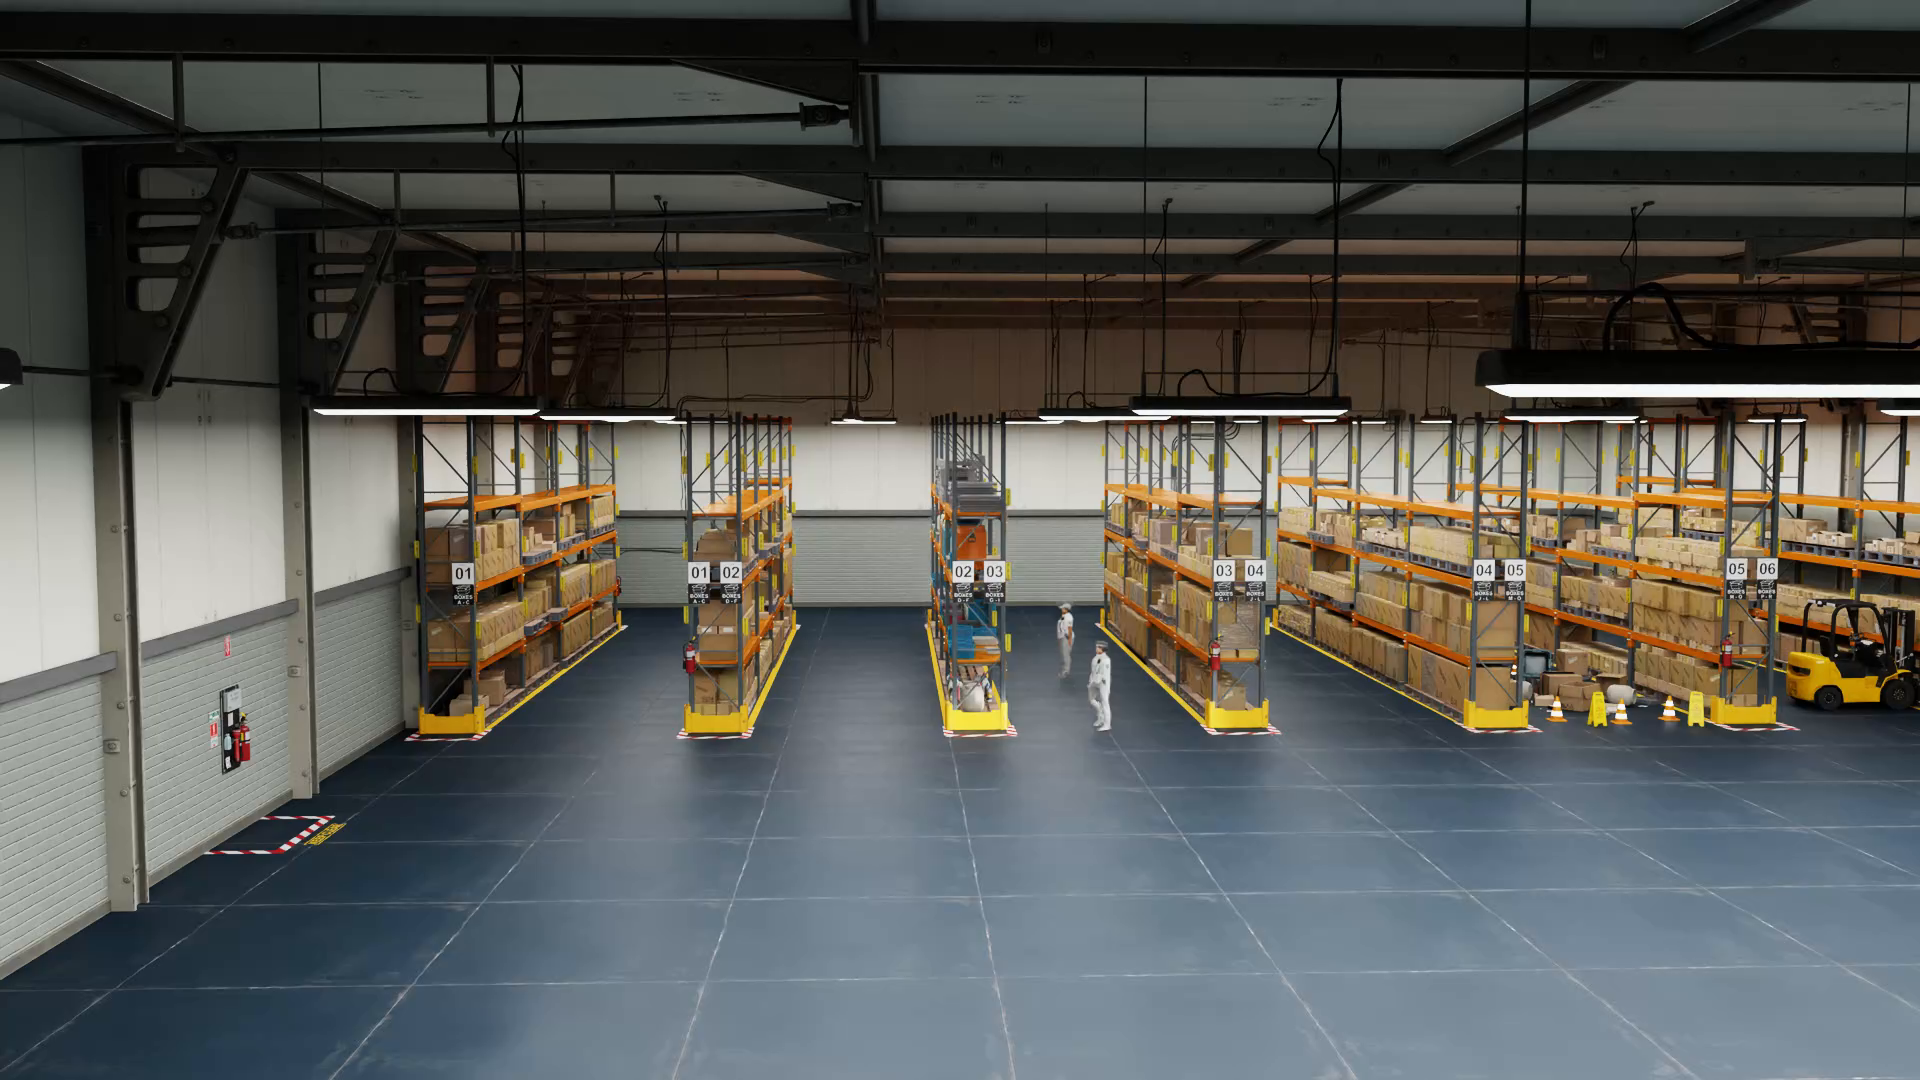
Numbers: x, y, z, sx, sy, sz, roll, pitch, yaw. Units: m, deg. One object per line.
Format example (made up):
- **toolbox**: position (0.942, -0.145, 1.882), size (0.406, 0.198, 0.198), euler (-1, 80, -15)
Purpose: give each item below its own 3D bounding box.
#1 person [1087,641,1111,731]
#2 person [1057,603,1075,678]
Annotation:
- **person**: position (2.652, 2.736, 31.445), size (0.395, 1.683, 0.542), euler (-2, 4, -26)
- **person**: position (2.396, 2.290, 37.997), size (0.457, 1.676, 0.613), euler (-1, 4, -13)
